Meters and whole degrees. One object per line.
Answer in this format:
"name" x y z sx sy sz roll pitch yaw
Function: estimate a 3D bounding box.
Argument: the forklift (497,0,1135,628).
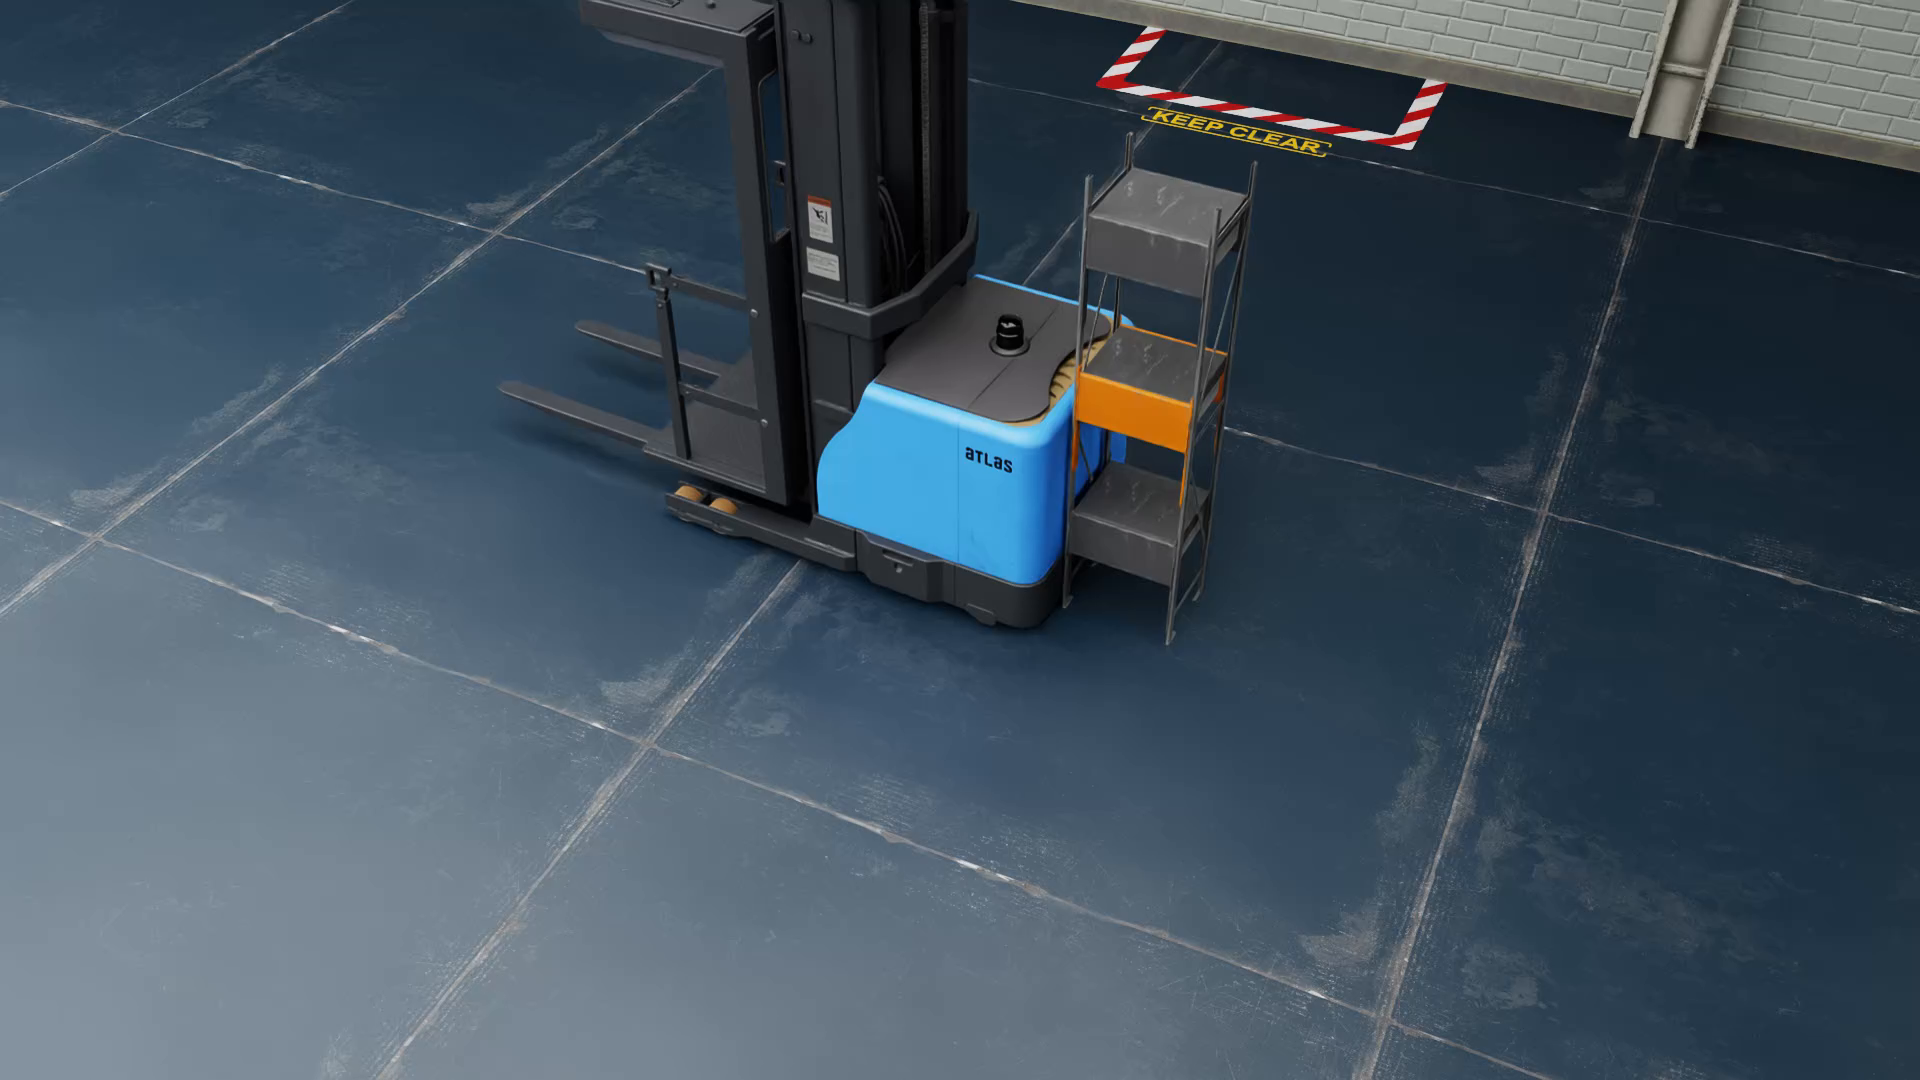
"forklift" -0.782 -1.419 7.033 3.031 2.935 1.130 19 44 21

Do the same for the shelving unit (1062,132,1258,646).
"shelving unit" 0.762 -0.531 6.644 0.503 2.100 0.431 19 44 21

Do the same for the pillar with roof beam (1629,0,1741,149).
"pillar with roof beam" 2.689 -3.455 4.750 0.400 9.000 9.100 17 44 19

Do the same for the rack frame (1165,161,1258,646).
"rack frame" 0.978 -0.457 6.558 0.015 2.100 0.400 19 44 21

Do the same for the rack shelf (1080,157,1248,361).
"rack shelf" 0.762 -1.050 6.194 0.480 0.518 0.431 19 44 21

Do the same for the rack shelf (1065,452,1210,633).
"rack shelf" 0.762 0.008 7.111 0.480 0.518 0.431 19 44 21

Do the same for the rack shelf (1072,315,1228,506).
"rack shelf" 0.762 -0.521 6.653 0.480 0.518 0.431 19 44 21

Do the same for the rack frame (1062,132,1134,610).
"rack frame" 0.546 -0.606 6.730 0.015 2.100 0.400 19 44 21
